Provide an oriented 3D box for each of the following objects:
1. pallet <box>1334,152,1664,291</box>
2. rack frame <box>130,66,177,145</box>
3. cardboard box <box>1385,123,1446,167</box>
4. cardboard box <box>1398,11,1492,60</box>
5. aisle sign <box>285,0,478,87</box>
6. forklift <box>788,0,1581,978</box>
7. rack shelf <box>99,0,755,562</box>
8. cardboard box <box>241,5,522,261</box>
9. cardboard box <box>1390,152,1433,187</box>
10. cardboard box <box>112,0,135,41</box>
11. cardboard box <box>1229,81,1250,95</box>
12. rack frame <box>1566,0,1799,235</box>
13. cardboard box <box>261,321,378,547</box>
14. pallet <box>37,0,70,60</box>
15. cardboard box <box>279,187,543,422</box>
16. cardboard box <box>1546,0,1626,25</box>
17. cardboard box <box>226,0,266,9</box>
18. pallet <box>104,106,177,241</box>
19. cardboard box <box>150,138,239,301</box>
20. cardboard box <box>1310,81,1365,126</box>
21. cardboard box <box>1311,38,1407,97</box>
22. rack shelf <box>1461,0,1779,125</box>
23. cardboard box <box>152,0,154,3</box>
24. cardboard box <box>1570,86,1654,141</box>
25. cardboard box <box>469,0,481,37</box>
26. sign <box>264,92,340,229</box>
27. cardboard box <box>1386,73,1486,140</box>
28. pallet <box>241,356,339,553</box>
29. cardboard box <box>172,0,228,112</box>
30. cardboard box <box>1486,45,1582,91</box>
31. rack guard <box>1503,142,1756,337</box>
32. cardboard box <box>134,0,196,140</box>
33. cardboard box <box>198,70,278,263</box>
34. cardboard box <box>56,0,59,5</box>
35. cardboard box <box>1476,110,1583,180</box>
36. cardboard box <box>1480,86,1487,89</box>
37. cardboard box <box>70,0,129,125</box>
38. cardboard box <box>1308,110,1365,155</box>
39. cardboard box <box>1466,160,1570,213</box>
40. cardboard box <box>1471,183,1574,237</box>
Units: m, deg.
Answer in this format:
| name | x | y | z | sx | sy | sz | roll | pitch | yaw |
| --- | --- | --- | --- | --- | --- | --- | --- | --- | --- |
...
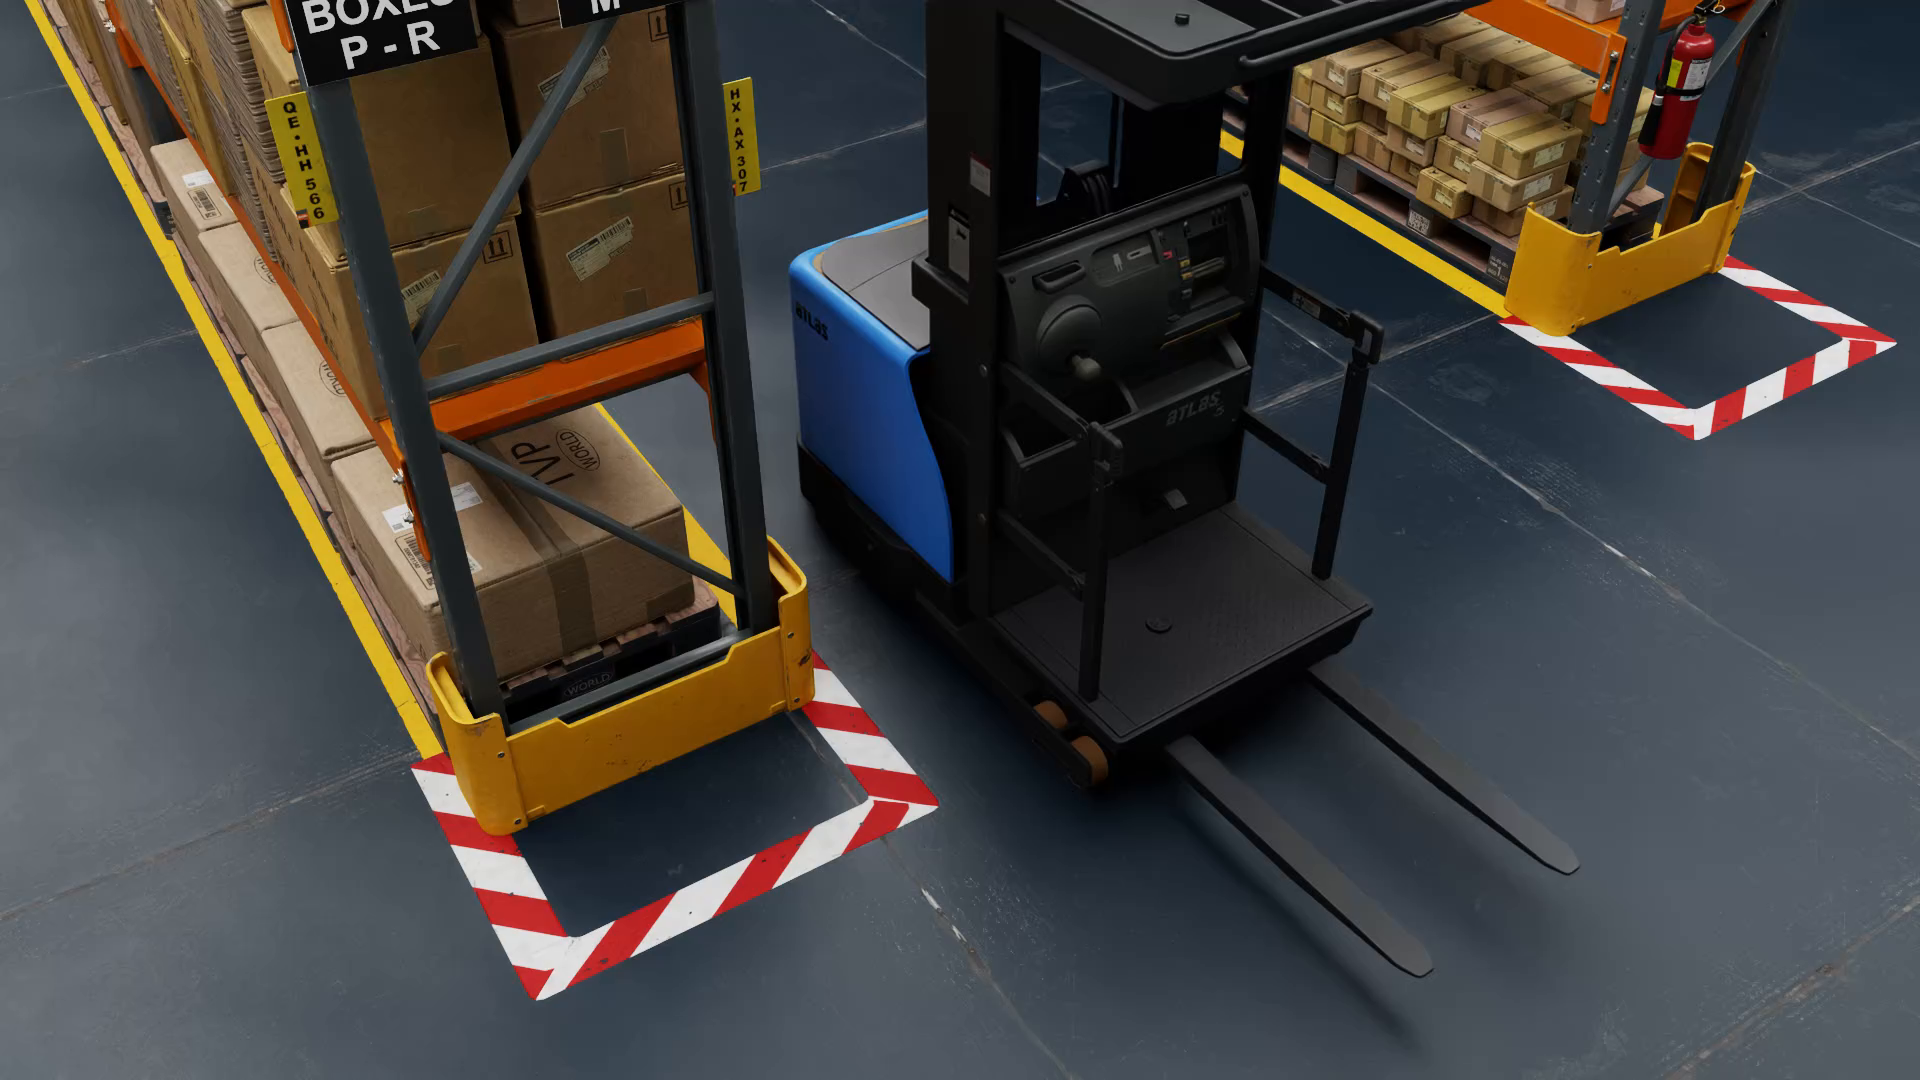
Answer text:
| name | x | y | z | sx | sy | sz | roll | pitch | yaw |
| --- | --- | --- | --- | --- | --- | --- | --- | --- | --- |
| pallet | 2.609 | -1.704 | 8.130 | 1.003 | 0.211 | 1.213 | -22 | 45 | -24 |
| rack frame | -3.213 | -2.684 | 7.128 | 1.000 | 3.000 | 0.127 | -22 | 45 | -24 |
| cardboard box | 2.251 | -1.930 | 7.890 | 0.380 | 0.149 | 0.250 | -24 | 45 | -26 |
| cardboard box | 2.440 | -2.524 | 8.370 | 0.380 | 0.149 | 0.250 | -20 | 44 | -23 |
| aisle sign | -1.285 | -1.378 | 3.530 | 0.394 | 0.787 | 0.004 | -22 | 45 | -24 |
| forklift | 0.645 | -0.689 | 4.788 | 1.130 | 2.935 | 3.031 | -24 | 45 | -26 |
| rack shelf | -2.138 | -1.328 | 6.063 | 1.077 | 0.370 | 4.000 | -22 | 45 | -24 |
| cardboard box | -1.523 | -1.126 | 4.399 | 0.500 | 0.500 | 0.500 | -21 | 44 | -23 |
| cardboard box | 2.305 | -1.838 | 8.012 | 0.380 | 0.149 | 0.250 | -22 | 45 | -25 |
| cardboard box | -3.182 | -2.379 | 6.684 | 0.500 | 0.500 | 0.500 | -21 | 44 | -23 |
| cardboard box | 1.563 | -2.515 | 8.824 | 0.380 | 0.149 | 0.250 | -23 | 45 | -26 |
| rack frame | 3.057 | -2.284 | 6.647 | 1.000 | 3.000 | 0.127 | -22 | 45 | -24 |
| cardboard box | -2.001 | -0.515 | 6.198 | 0.875 | 0.438 | 0.875 | -21 | 44 | -23 |
| pallet | -5.004 | -3.320 | 10.070 | 1.003 | 0.211 | 1.213 | -22 | 45 | -24 |
| cardboard box | -1.545 | -0.733 | 4.708 | 0.500 | 0.500 | 0.500 | -22 | 45 | -24 |
| cardboard box | 2.643 | -2.266 | 6.822 | 0.380 | 0.149 | 0.250 | -22 | 45 | -24 |
| cardboard box | -1.791 | -1.561 | 4.414 | 0.380 | 0.149 | 0.250 | -23 | 45 | -25 |
| pallet | -3.692 | -2.003 | 8.489 | 1.003 | 0.211 | 1.213 | -22 | 45 | -24 |
| cardboard box | -2.966 | -1.485 | 7.363 | 0.875 | 0.438 | 0.875 | -23 | 45 | -25 |
| cardboard box | 1.962 | -2.206 | 8.220 | 0.380 | 0.149 | 0.250 | -22 | 44 | -24 |
| cardboard box | 1.948 | -2.316 | 8.120 | 0.380 | 0.149 | 0.250 | -21 | 44 | -23 |
| rack shelf | 1.981 | -3.087 | 8.173 | 1.077 | 0.370 | 4.000 | -22 | 45 | -24 |
| cardboard box | -2.629 | -2.211 | 5.701 | 0.500 | 0.500 | 0.500 | -21 | 44 | -24 |
| cardboard box | 3.061 | -1.978 | 7.715 | 0.380 | 0.149 | 0.250 | -24 | 46 | -26 |
| cardboard box | -1.424 | -1.322 | 4.127 | 0.380 | 0.149 | 0.250 | -22 | 44 | -24 |
| sign | -1.528 | -0.882 | 3.875 | 0.100 | 0.325 | 0.005 | -22 | 45 | -24 |
| cardboard box | 2.225 | -2.028 | 7.775 | 0.380 | 0.149 | 0.250 | -23 | 45 | -25 |
| pallet | -2.210 | -0.516 | 6.705 | 1.003 | 0.211 | 1.213 | -22 | 45 | -24 |
| cardboard box | -2.092 | -1.666 | 5.047 | 0.500 | 0.500 | 0.500 | -22 | 45 | -25 |
| cardboard box | 2.784 | -2.265 | 8.060 | 0.380 | 0.149 | 0.250 | -22 | 45 | -25 |
| rack guard | 3.016 | -1.364 | 7.497 | 1.175 | 0.500 | 0.348 | -22 | 45 | -24 |
| cardboard box | -2.653 | -1.835 | 6.031 | 0.500 | 0.500 | 0.500 | -22 | 45 | -24 |
| cardboard box | -2.087 | -1.283 | 5.369 | 0.500 | 0.500 | 0.500 | -21 | 44 | -23 |
| cardboard box | -5.063 | -3.787 | 9.783 | 0.875 | 0.875 | 0.875 | -23 | 45 | -25 |
| cardboard box | 2.558 | -1.777 | 7.473 | 0.380 | 0.149 | 0.250 | -22 | 44 | -24 |
| cardboard box | 2.639 | -2.280 | 8.309 | 0.380 | 0.149 | 0.250 | -21 | 44 | -23 |
| cardboard box | -4.107 | -2.821 | 8.624 | 0.875 | 0.875 | 0.875 | -21 | 44 | -23 |
| cardboard box | 1.971 | -2.083 | 8.306 | 0.380 | 0.149 | 0.250 | -24 | 46 | -26 |
| cardboard box | 2.532 | -1.651 | 7.554 | 0.380 | 0.149 | 0.250 | -23 | 45 | -25 |
| cardboard box | 2.598 | -1.562 | 7.680 | 0.380 | 0.149 | 0.250 | -21 | 44 | -24 |
